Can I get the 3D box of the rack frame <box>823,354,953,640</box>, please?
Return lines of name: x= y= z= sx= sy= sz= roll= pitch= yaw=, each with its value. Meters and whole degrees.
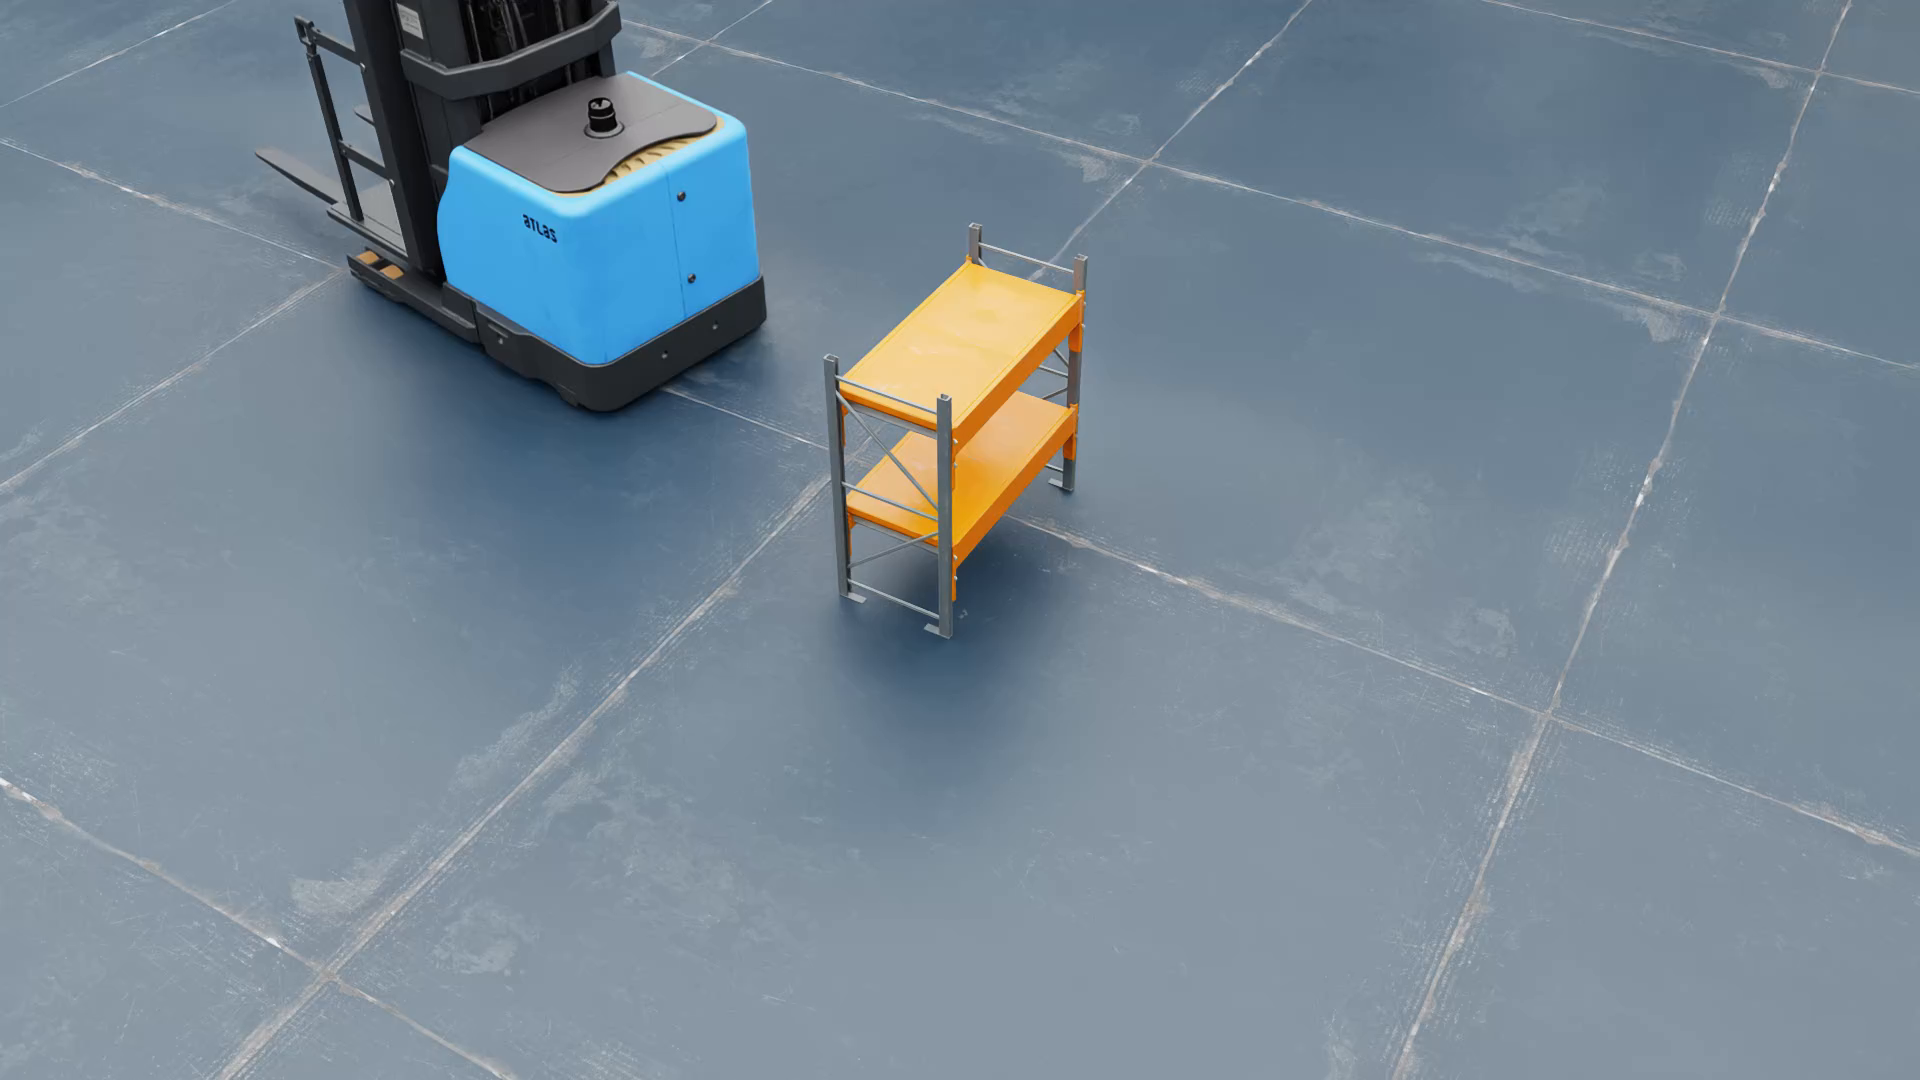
rack frame: x=-0.251 y=-0.135 z=6.052 sx=0.500 sy=1.125 sz=0.032 roll=21 pitch=45 yaw=22

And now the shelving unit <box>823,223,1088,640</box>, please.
shelving unit: x=0.003 y=-0.426 z=6.383 sx=0.538 sy=1.125 sz=1.048 roll=21 pitch=45 yaw=22

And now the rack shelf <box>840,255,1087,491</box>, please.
rack shelf: x=0.003 y=-0.646 z=6.189 sx=0.538 sy=0.278 sz=1.000 roll=21 pitch=45 yaw=22

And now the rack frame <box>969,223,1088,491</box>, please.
rack frame: x=0.258 y=-0.717 z=6.713 sx=0.500 sy=1.125 sz=0.032 roll=21 pitch=45 yaw=22

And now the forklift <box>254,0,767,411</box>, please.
forklift: x=-2.354 y=-2.497 z=7.368 sx=3.031 sy=2.935 sz=1.130 roll=30 pitch=49 yaw=29

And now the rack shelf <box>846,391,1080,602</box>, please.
rack shelf: x=0.003 y=-0.243 z=6.544 sx=0.538 sy=0.278 sz=1.000 roll=21 pitch=45 yaw=22
